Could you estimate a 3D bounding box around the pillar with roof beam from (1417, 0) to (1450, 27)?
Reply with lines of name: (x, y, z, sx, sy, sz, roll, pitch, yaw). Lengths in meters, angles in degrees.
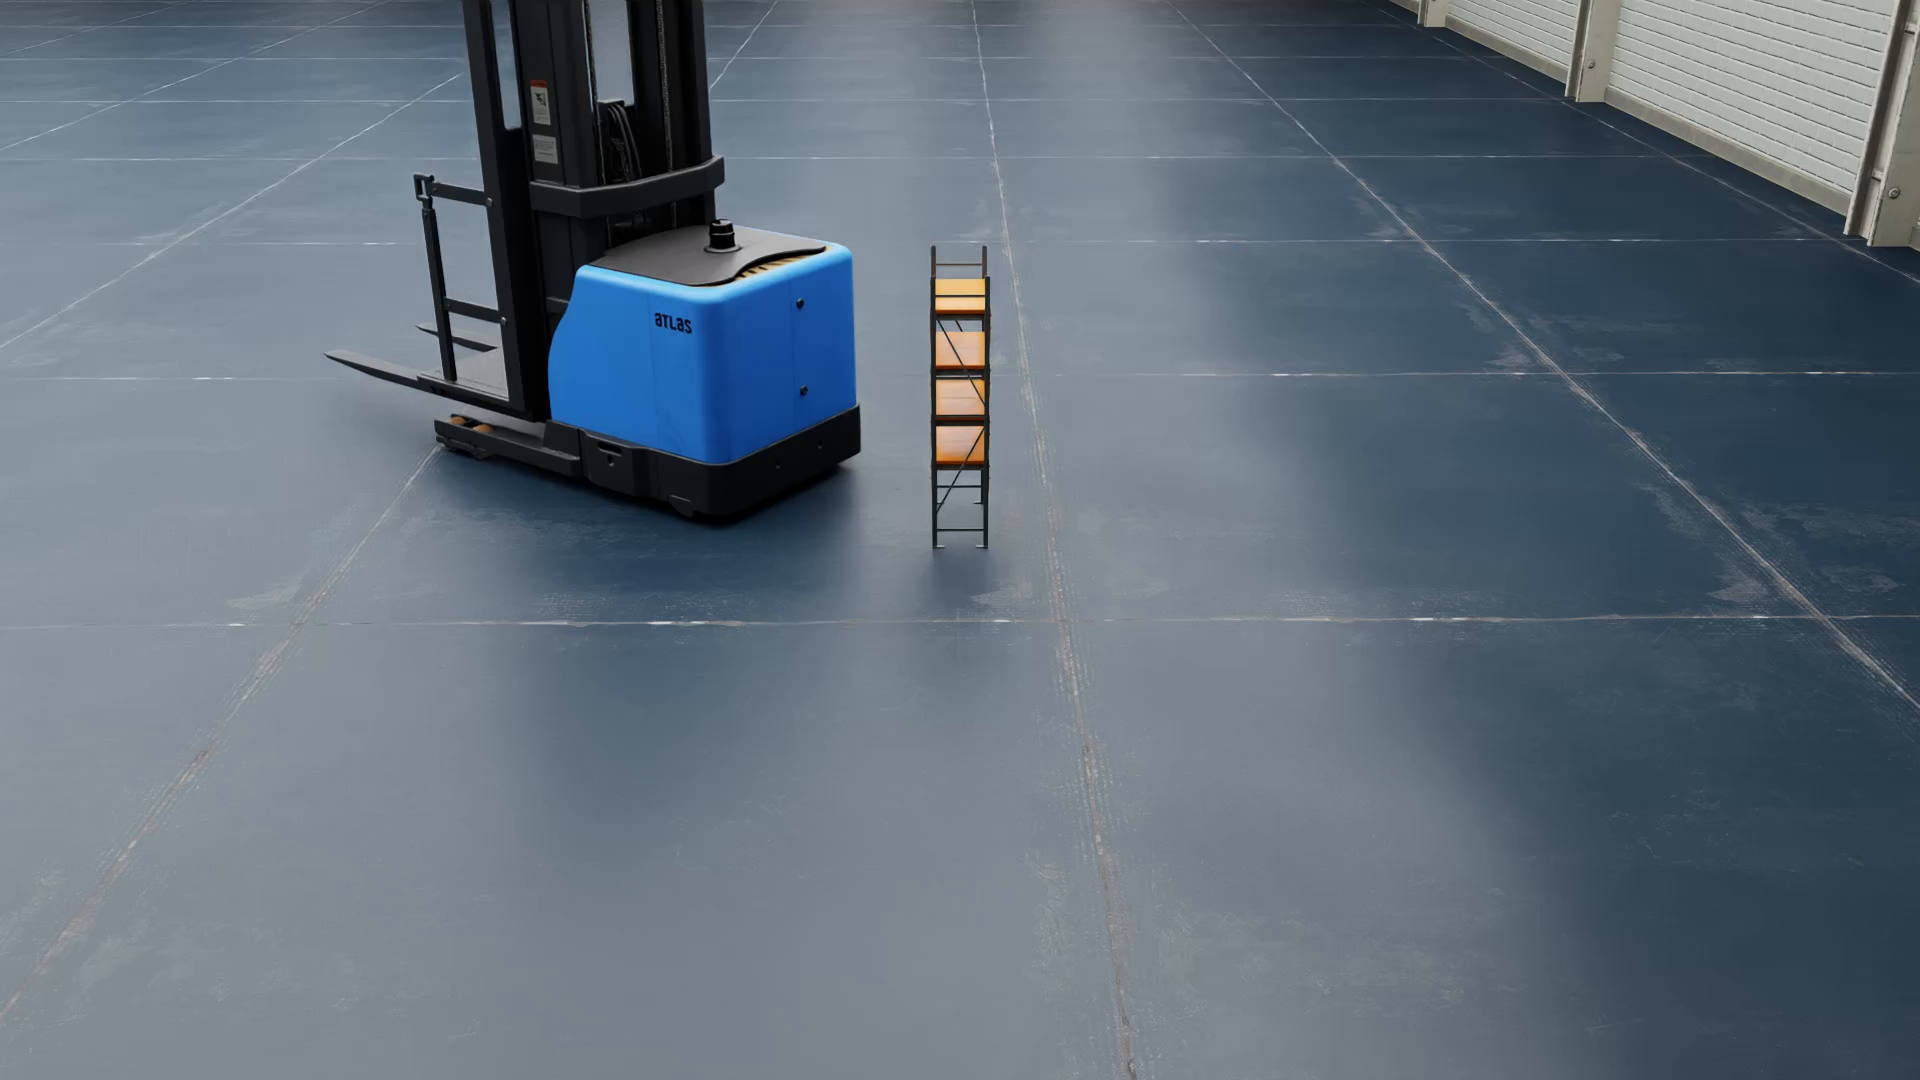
pillar with roof beam: (2.229, -11.209, 21.113, 9.100, 9.000, 0.400, 0, 24, -1)

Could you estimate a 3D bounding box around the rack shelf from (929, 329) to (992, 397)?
rack shelf: (-0.002, -0.757, 7.089, 0.258, 0.148, 0.480, 0, 24, -1)

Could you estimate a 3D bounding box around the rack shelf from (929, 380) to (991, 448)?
rack shelf: (-0.002, -0.554, 7.181, 0.258, 0.148, 0.480, 0, 24, -1)

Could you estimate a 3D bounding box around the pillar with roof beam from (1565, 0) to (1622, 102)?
pillar with roof beam: (2.294, -8.737, 15.647, 9.100, 9.000, 0.400, 0, 24, -1)

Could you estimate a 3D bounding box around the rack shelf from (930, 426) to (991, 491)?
rack shelf: (-0.002, -0.373, 7.263, 0.258, 0.148, 0.480, 0, 24, -1)

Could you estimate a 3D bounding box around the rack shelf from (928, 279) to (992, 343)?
rack shelf: (-0.002, -0.973, 6.992, 0.258, 0.148, 0.480, 0, 24, -1)

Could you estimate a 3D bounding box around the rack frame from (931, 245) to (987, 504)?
rack frame: (-0.004, -0.715, 7.376, 0.240, 1.200, 0.015, 0, 24, -1)

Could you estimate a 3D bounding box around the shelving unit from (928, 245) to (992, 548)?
shelving unit: (-0.002, -0.615, 7.154, 0.258, 1.200, 0.503, 0, 24, -1)

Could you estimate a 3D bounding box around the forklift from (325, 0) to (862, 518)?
forklift: (-1.973, -1.890, 7.873, 3.031, 2.935, 1.130, 16, 29, 31)

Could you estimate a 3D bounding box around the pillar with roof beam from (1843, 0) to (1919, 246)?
pillar with roof beam: (2.360, -6.264, 10.180, 9.100, 9.000, 0.400, 0, 24, -1)

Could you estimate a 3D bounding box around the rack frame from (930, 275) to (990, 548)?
rack frame: (0.001, -0.514, 6.931, 0.240, 1.200, 0.015, 0, 24, -1)
